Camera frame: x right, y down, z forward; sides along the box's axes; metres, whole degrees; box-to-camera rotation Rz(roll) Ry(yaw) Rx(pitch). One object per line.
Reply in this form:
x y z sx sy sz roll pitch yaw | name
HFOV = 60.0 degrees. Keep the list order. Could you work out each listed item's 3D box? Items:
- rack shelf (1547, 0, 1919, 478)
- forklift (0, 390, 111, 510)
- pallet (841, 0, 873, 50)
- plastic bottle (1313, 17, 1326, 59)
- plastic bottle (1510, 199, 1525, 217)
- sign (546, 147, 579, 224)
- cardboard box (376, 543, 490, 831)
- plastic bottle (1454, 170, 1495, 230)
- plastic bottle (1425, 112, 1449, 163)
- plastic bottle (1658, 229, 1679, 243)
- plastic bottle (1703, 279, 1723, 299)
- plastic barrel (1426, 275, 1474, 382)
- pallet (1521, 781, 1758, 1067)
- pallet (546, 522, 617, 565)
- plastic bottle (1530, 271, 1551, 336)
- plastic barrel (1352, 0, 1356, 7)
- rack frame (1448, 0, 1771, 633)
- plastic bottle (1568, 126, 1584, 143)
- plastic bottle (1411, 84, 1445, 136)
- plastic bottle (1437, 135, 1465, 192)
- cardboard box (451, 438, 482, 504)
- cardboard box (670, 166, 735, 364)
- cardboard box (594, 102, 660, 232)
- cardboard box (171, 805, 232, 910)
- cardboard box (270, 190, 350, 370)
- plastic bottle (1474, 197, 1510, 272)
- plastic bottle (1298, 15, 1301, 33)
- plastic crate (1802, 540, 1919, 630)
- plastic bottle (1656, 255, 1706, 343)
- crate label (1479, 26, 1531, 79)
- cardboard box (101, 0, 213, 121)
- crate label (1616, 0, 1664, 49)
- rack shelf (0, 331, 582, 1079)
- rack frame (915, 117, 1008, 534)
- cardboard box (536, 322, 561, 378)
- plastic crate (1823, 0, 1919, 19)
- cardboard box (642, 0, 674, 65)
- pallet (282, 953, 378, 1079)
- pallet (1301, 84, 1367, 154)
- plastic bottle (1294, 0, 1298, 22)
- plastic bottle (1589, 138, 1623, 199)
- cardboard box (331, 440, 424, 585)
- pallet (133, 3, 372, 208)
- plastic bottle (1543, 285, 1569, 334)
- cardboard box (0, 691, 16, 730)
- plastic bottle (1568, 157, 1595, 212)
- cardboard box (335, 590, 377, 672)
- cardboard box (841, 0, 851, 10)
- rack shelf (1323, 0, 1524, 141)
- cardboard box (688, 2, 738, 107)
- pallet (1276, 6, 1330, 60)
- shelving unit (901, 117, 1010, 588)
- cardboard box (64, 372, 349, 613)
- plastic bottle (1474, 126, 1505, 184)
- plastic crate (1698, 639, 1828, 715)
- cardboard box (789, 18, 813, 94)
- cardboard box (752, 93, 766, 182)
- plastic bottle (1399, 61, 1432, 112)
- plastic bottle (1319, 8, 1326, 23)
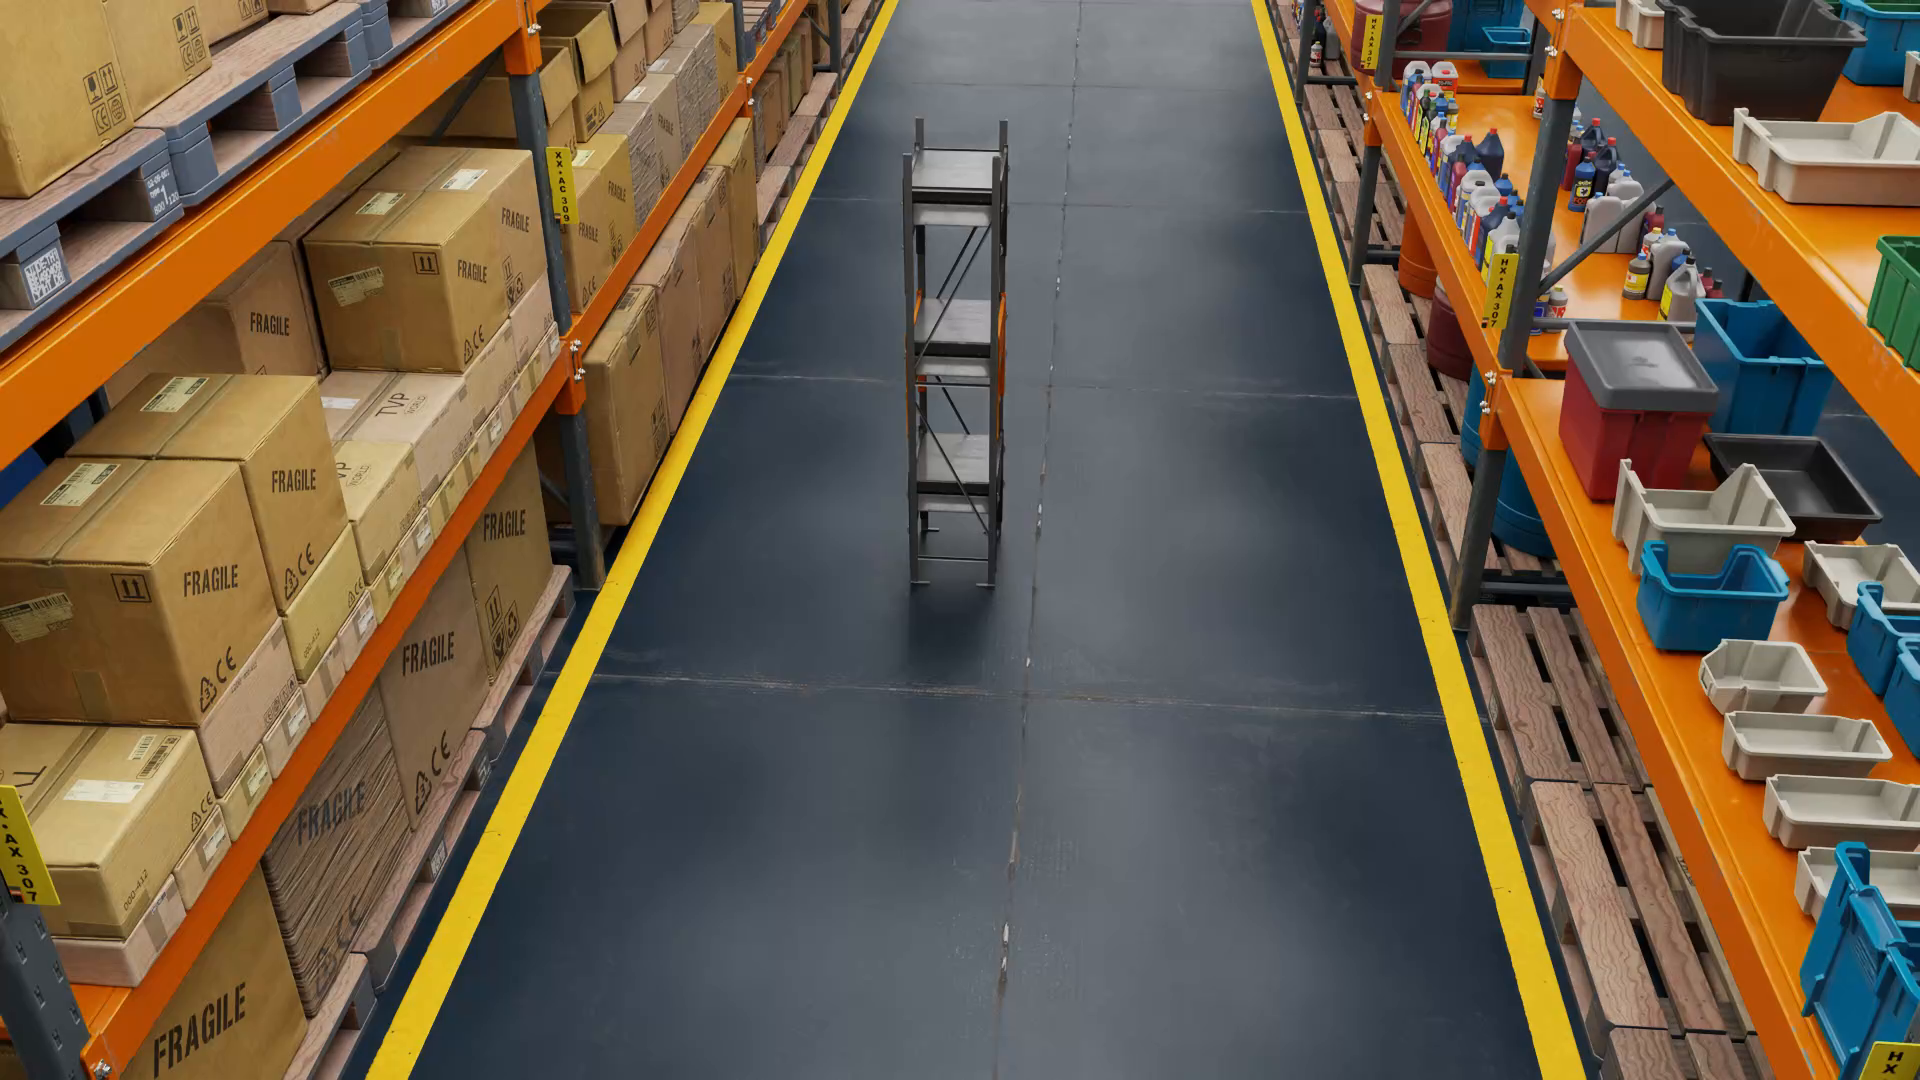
2.582 -0.793 4.504 1.077 0.370 4.000 2 32 4 | rack shelf
-4.707 -1.228 7.449 1.130 2.935 3.031 -5 32 -7 | forklift
-1.425 -5.068 16.273 1.003 0.211 1.213 2 32 4 | pallet
3.161 -4.460 14.734 0.144 0.351 0.185 2 32 3 | plastic bottle
2.651 -1.492 7.935 0.097 0.271 0.097 0 32 0 | plastic bottle
-1.639 -1.459 6.858 0.100 0.325 0.005 2 32 4 | sign
-2.399 0.458 6.272 0.875 0.875 0.875 2 32 4 | cardboard box
2.555 -1.682 8.238 0.152 0.276 0.135 2 32 4 | plastic bottle
2.609 -2.201 9.085 0.097 0.271 0.097 0 32 0 | plastic bottle
3.228 -1.290 7.607 0.097 0.271 0.097 0 32 0 | plastic bottle
3.200 -0.992 7.112 0.061 0.283 0.133 2 32 4 | plastic bottle
2.955 -1.265 9.342 0.600 0.588 0.708 2 32 4 | plastic barrel
2.627 1.345 5.867 1.003 0.211 1.213 2 32 4 | pallet
-2.204 -0.299 8.534 1.003 0.211 1.213 2 32 4 | pallet
2.454 -1.035 7.189 0.152 0.276 0.135 2 32 4 | plastic bottle
3.004 -4.008 11.766 0.433 0.535 0.433 0 32 0 | plastic barrel
2.745 -0.868 6.800 1.000 3.000 0.127 2 32 4 | rack frame
3.369 -2.160 9.085 0.097 0.201 0.097 0 32 0 | plastic bottle
2.675 -2.453 9.489 0.152 0.276 0.135 2 32 4 | plastic bottle
2.600 -1.969 8.705 0.152 0.276 0.135 2 32 4 | plastic bottle
-1.974 -0.261 6.054 0.380 0.149 0.250 3 32 5 | cardboard box
-2.024 -1.620 9.644 1.225 0.875 0.875 3 32 4 | cardboard box
-1.824 -1.877 8.341 0.500 0.500 0.500 2 32 3 | cardboard box
-2.140 0.813 4.311 0.380 0.149 0.250 2 32 3 | cardboard box
-2.534 -0.965 6.102 0.500 0.500 0.500 2 32 4 | cardboard box
2.508 -1.438 7.772 0.144 0.351 0.185 2 32 4 | plastic bottle
3.202 -4.813 15.449 0.097 0.201 0.097 0 32 0 | plastic bottle
2.902 0.142 5.355 0.293 0.136 0.466 2 32 4 | plastic crate
3.100 -1.039 7.123 0.144 0.351 0.185 2 32 4 | plastic bottle
3.478 -3.093 10.569 0.303 0.233 0.416 2 32 4 | crate label
-2.369 -1.365 4.156 0.700 0.500 0.500 0 32 1 | cardboard box
2.417 -1.789 5.687 0.293 0.136 0.466 2 32 4 | crate label
-2.355 0.272 5.635 1.077 0.370 4.000 2 32 4 | rack shelf
0.006 -0.935 7.766 0.400 2.100 0.015 2 32 4 | rack frame
-1.890 -0.799 6.927 0.380 0.149 0.250 3 32 4 | cardboard box
3.011 -1.821 5.688 0.450 0.188 0.662 2 32 4 | plastic crate
-1.998 -2.919 9.076 0.797 0.503 0.637 3 32 5 | cardboard box
-2.531 1.778 5.164 1.003 0.211 1.213 2 32 4 | pallet
3.371 -3.452 13.650 1.003 0.211 1.213 2 32 4 | pallet
3.235 -5.055 15.774 0.097 0.271 0.097 0 32 0 | plastic bottle
3.289 -1.864 8.462 0.144 0.351 0.185 2 32 4 | plastic bottle
-2.092 -0.098 5.410 0.500 0.250 0.500 2 32 3 | cardboard box
-2.371 -1.255 4.653 1.003 0.211 1.213 2 32 4 | pallet
2.580 -1.008 7.216 0.097 0.201 0.097 0 32 0 | plastic bottle
-2.701 0.419 4.570 0.500 0.250 0.500 2 32 3 | cardboard box
3.165 -1.812 8.454 0.097 0.271 0.097 0 32 0 | plastic bottle
-2.058 0.275 5.184 0.380 0.149 0.250 2 32 3 | cardboard box
-1.367 -5.503 16.302 0.500 0.500 0.500 5 32 9 | cardboard box
3.233 -3.699 12.079 1.077 0.370 4.000 2 32 4 | rack shelf
-1.660 -2.945 10.075 0.500 0.500 0.500 3 32 5 | cardboard box
3.589 -4.853 15.924 1.003 0.211 1.213 2 32 4 | pallet
-0.013 -0.807 7.559 0.431 2.100 0.503 2 32 4 | shelving unit
-2.133 -0.142 4.766 0.500 0.500 0.500 2 32 3 | cardboard box
2.745 -1.982 8.654 0.144 0.351 0.185 2 32 4 | plastic bottle
2.347 0.423 4.899 0.298 0.136 0.250 2 32 4 | plastic crate
-1.612 -4.066 13.952 0.700 0.500 0.500 0 32 0 | cardboard box
-1.799 -2.936 12.119 0.700 0.500 0.500 0 32 0 | cardboard box
2.713 -2.695 9.881 0.152 0.276 0.135 2 32 4 | plastic bottle
3.307 -4.710 15.203 0.061 0.283 0.133 2 32 4 | plastic bottle
